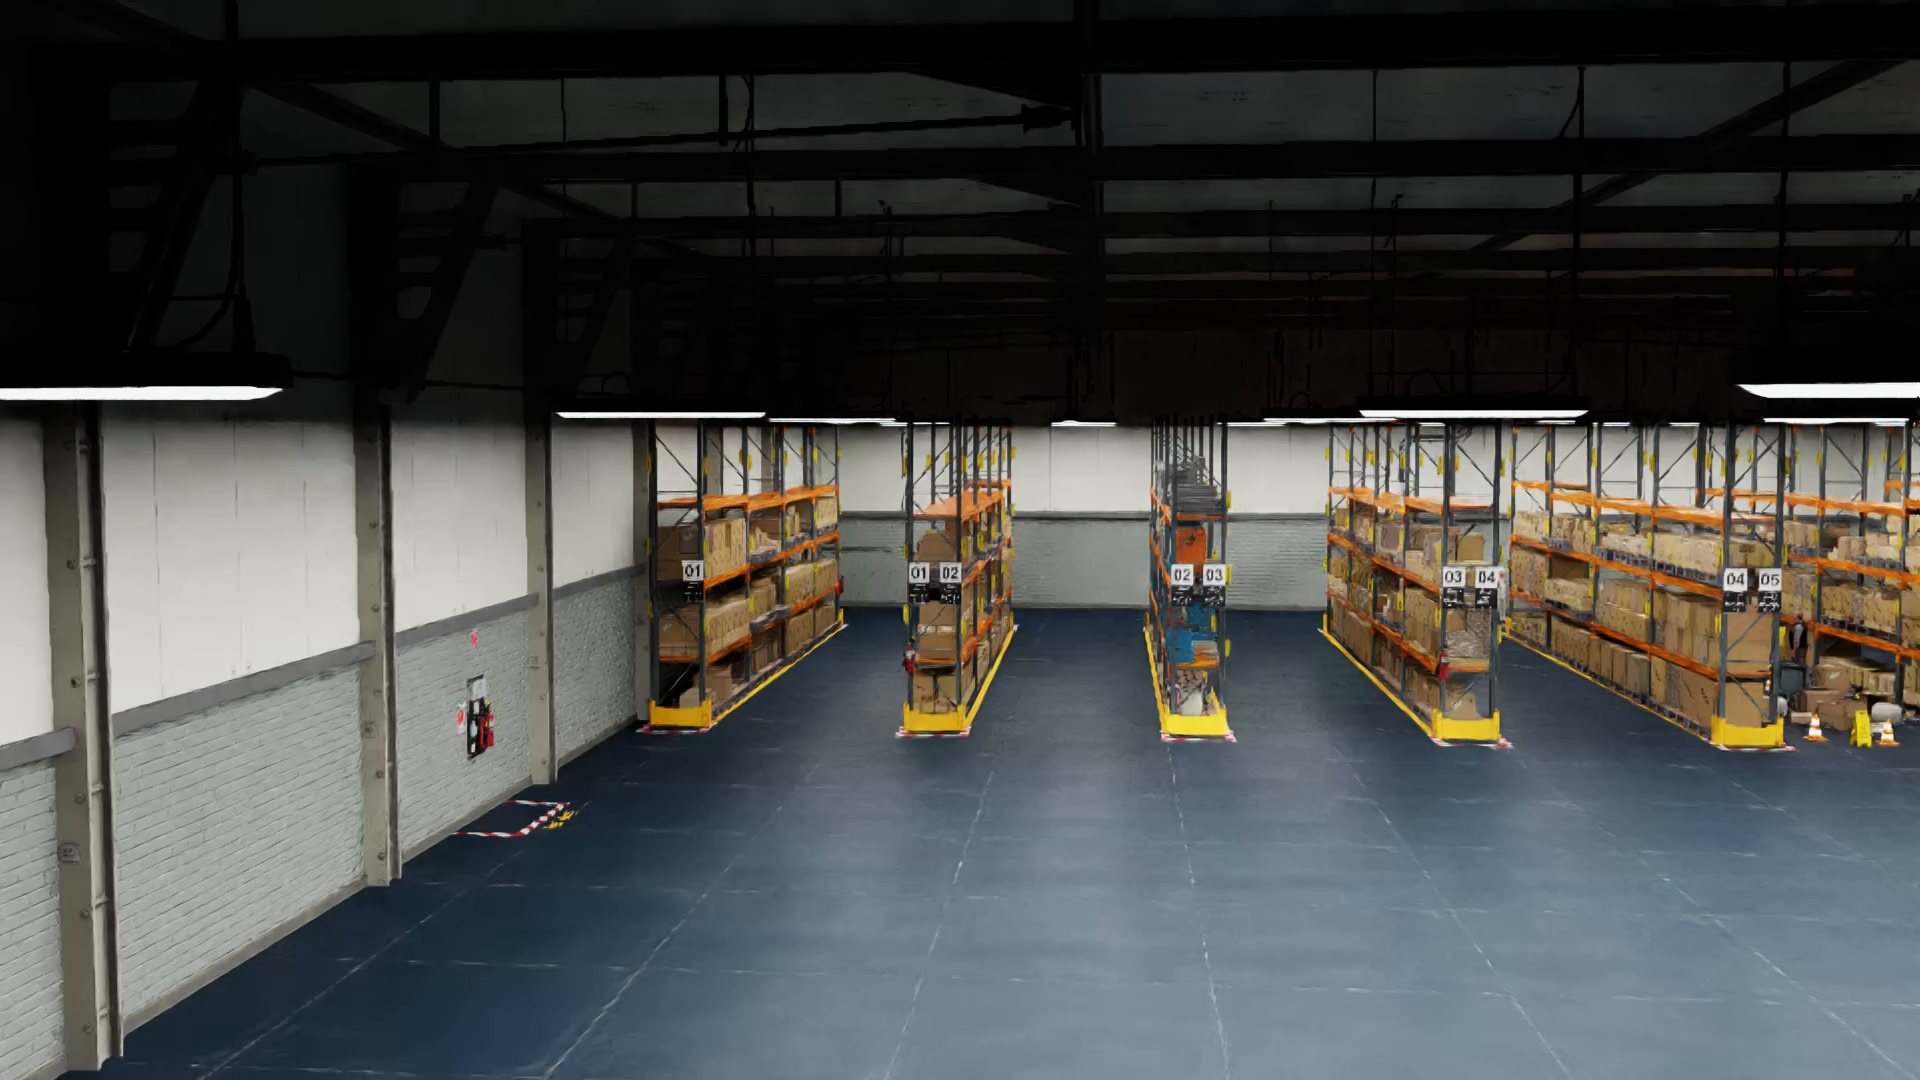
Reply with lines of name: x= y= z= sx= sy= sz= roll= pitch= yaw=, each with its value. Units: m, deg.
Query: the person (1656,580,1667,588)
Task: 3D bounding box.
person: x=20.301 y=1.758 z=48.082 sx=0.531 sy=1.476 sz=0.457 roll=-3 pitch=5 yaw=-35

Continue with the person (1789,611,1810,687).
person: x=18.300 y=2.405 z=36.385 sx=0.586 sy=1.707 sz=0.639 roll=2 pitch=4 yaw=30

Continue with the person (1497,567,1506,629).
person: x=15.356 y=1.639 z=47.266 sx=0.532 sy=1.785 sz=0.710 roll=3 pitch=5 yaw=40
